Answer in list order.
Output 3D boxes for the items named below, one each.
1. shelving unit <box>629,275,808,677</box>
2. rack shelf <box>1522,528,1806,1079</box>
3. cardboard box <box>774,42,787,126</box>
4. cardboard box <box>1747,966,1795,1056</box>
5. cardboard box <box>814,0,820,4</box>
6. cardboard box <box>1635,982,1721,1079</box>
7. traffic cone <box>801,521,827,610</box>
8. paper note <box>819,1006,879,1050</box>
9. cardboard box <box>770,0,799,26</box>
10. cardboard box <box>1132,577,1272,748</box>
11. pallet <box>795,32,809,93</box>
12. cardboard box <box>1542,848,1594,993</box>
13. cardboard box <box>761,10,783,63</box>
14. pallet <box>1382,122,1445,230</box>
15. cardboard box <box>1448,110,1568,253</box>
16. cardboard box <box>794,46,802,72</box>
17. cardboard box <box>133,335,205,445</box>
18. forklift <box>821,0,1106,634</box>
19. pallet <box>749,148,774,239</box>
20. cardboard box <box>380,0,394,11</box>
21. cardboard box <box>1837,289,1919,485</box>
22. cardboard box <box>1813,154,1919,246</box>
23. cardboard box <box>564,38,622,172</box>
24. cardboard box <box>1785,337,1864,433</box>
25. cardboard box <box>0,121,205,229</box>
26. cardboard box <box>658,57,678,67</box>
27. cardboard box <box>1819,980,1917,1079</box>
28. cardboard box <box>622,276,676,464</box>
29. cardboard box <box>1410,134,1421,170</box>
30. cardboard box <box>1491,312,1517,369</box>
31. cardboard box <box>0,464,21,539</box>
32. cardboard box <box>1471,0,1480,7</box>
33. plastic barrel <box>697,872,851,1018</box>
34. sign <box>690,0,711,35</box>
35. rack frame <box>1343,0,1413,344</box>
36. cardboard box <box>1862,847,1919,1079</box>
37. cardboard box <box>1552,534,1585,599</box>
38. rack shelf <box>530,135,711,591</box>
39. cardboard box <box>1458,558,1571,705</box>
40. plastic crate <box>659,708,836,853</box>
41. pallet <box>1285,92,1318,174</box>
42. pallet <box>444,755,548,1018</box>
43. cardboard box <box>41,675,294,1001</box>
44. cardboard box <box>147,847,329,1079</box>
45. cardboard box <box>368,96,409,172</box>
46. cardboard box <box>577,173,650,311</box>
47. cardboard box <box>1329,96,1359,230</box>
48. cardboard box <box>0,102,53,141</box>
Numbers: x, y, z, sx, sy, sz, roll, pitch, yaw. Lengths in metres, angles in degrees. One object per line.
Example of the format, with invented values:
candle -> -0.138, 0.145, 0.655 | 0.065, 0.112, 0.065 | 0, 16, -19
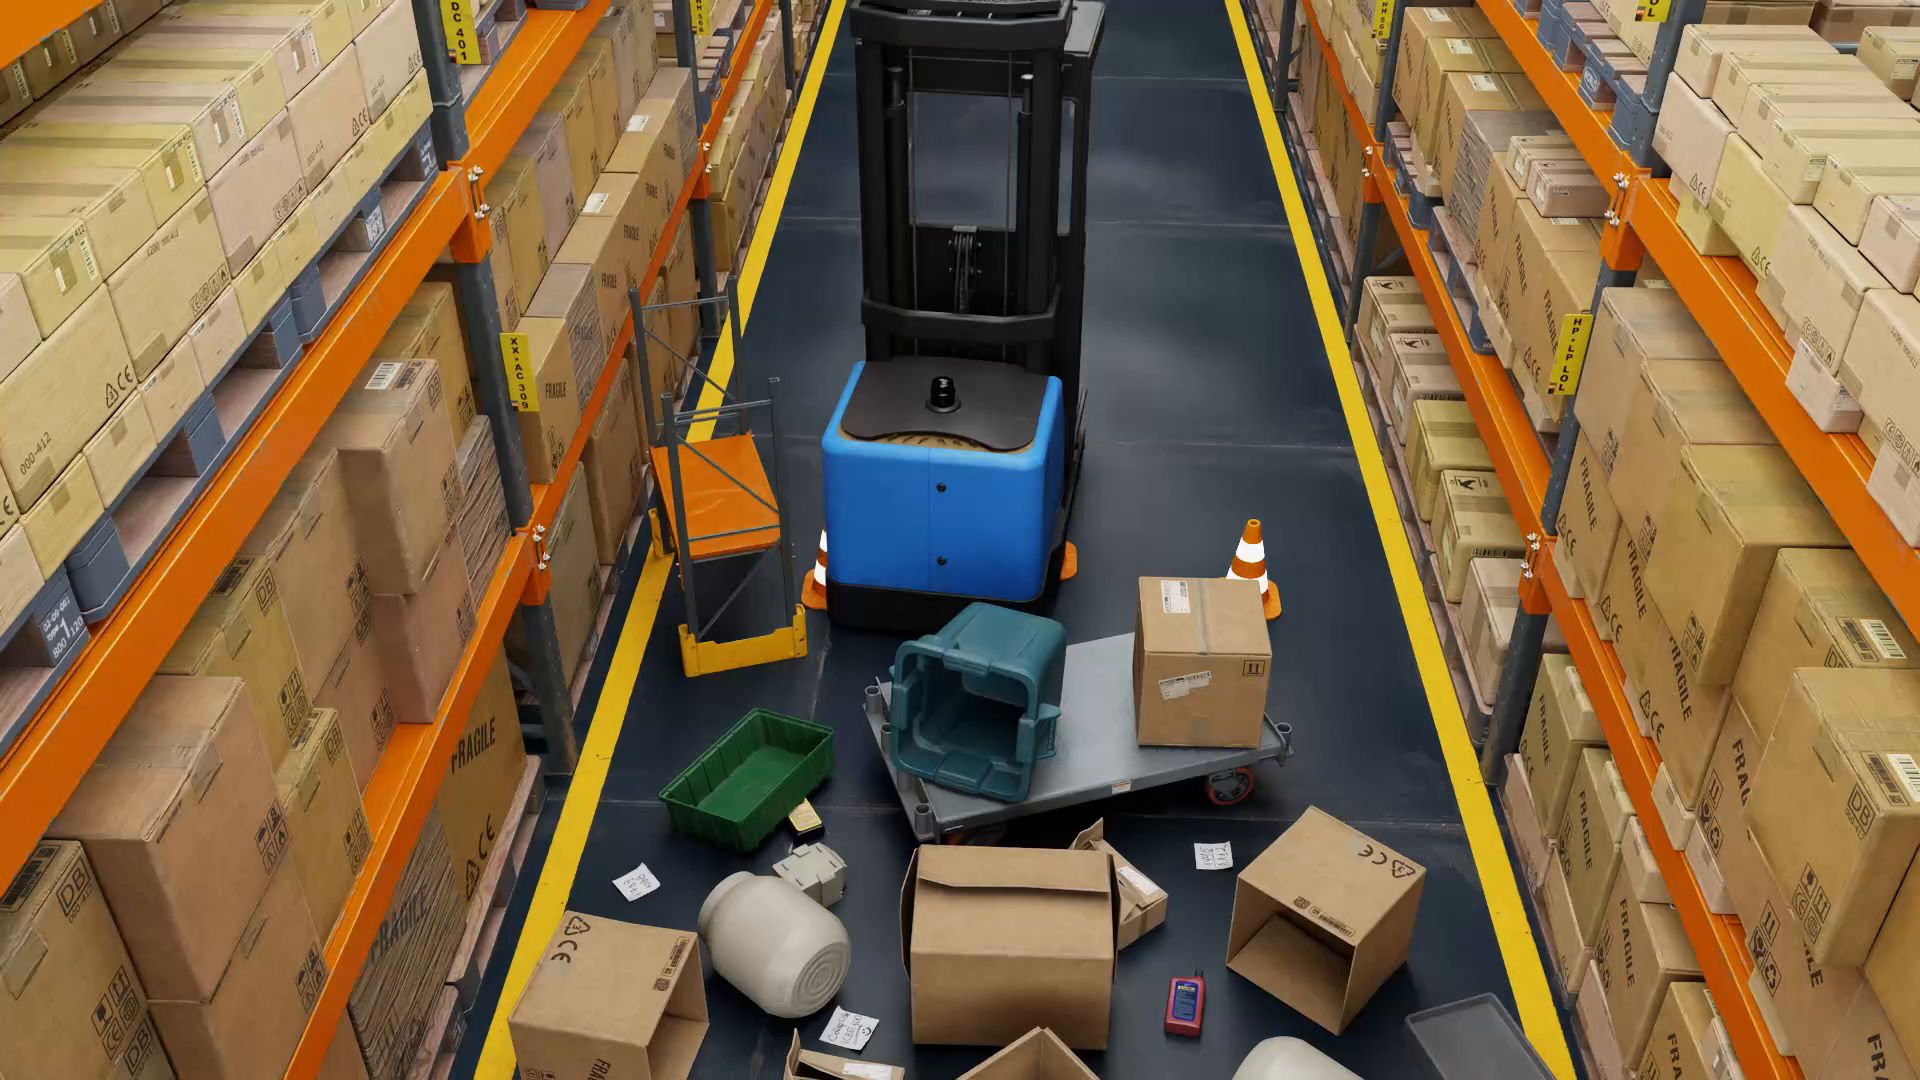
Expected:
shelving unit -> -1.156, -0.314, 7.839 | 0.587, 1.500, 1.083 | -10, 36, -13
rack shelf -> 2.688, 1.257, 4.924 | 1.077, 0.370, 4.000 | 1, 35, 2
cardboard box -> -1.638, -3.557, 12.957 | 0.500, 0.500, 0.500 | 1, 35, 1
cardboard box -> 2.390, 1.258, 4.515 | 0.380, 0.149, 0.250 | 1, 35, 1
cardboard box -> -1.494, -5.089, 15.442 | 0.380, 0.149, 0.250 | 2, 35, 3
cardboard box -> 2.424, 1.702, 5.039 | 0.500, 0.500, 0.500 | 1, 35, 1
traffic cone -> -0.619, 0.060, 8.208 | 0.336, 0.463, 0.334 | 1, 35, 2
paper note -> -0.408, 1.798, 6.118 | 0.172, 0.023, 0.155 | 13, 37, 18
cardboard box -> -1.569, -4.438, 13.998 | 0.380, 0.149, 0.250 | 3, 35, 4
cardboard box -> 0.989, 0.503, 6.887 | 0.500, 0.500, 0.500 | 1, 35, 2
pallet -> -1.869, -4.085, 14.324 | 1.003, 0.211, 1.213 | 1, 35, 2
cardboard box -> 2.465, 1.407, 6.112 | 0.500, 0.250, 0.500 | 3, 35, 5
cardboard box -> -1.638, -3.861, 12.737 | 0.500, 0.250, 0.500 | 0, 35, 1
pallet -> 3.007, -1.994, 9.091 | 1.213, 0.211, 1.003 | 1, 35, 2
cardboard box -> 2.623, -1.674, 7.758 | 0.500, 0.500, 0.500 | 0, 35, 0
cardboard box -> -1.525, -4.046, 13.958 | 0.380, 0.149, 0.250 | 0, 35, 0
cardboard box -> -1.948, -0.343, 3.732 | 0.380, 0.149, 0.250 | 2, 35, 2
forklift -> 0.101, -1.554, 8.358 | 1.130, 2.935, 3.031 | 5, 35, 8
pallet -> -1.936, -2.548, 12.137 | 1.003, 0.211, 1.213 | 1, 35, 2
cardboard box -> -1.878, -1.688, 4.954 | 0.380, 0.149, 0.250 | 1, 35, 1
cardboard box -> 2.415, -0.353, 3.853 | 0.500, 0.250, 0.500 | 2, 35, 2
cardboard box -> 2.432, -0.868, 4.238 | 0.380, 0.149, 0.250 | 0, 35, 0
cardboard box -> -2.086, -2.148, 8.186 | 0.700, 0.500, 0.500 | 1, 35, 1
cardboard box -> 2.371, -0.399, 4.264 | 0.380, 0.149, 0.250 | 1, 35, 1
cardboard box -> -1.938, -0.816, 3.712 | 0.380, 0.149, 0.250 | 2, 35, 2
cardboard box -> -1.801, -2.862, 10.013 | 0.380, 0.149, 0.250 | 1, 35, 1
cardboard box -> 2.379, 1.343, 3.830 | 0.500, 0.500, 0.500 | 1, 35, 2
cardboard box -> -2.167, -0.942, 9.019 | 1.050, 0.750, 0.750 | 2, 35, 3
cardboard box -> 2.628, -2.053, 8.862 | 0.380, 0.149, 0.250 | -1, 35, -1
cardboard box -> 2.516, -0.857, 7.160 | 0.380, 0.149, 0.250 | 1, 35, 1
cardboard box -> -2.047, -0.008, 2.909 | 0.500, 0.250, 0.500 | 1, 35, 1
cardboard box -> 3.193, -3.212, 9.701 | 0.500, 0.500, 0.500 | 0, 35, 0
plastic barrel -> -0.694, 1.499, 6.195 | 0.512, 0.421, 0.421 | 28, 44, 33
sign -> -1.466, -3.003, 9.354 | 0.100, 0.325, 0.005 | 1, 35, 2
rack frame -> 2.929, -2.484, 9.622 | 1.000, 3.000, 0.127 | 1, 35, 2
cardboard box -> 2.438, 0.951, 3.519 | 0.700, 0.500, 0.500 | 2, 35, 2
cardboard box -> 2.435, 0.090, 6.177 | 0.380, 0.149, 0.250 | 1, 35, 2
rack shelf -> -2.101, -1.097, 8.274 | 1.077, 0.370, 4.000 | 1, 35, 2
cardboard box -> 2.787, 0.416, 7.416 | 0.950, 0.372, 0.625 | 2, 35, 2
plastic crate -> -0.880, 1.014, 7.039 | 0.450, 0.188, 0.662 | 11, 35, 32
pallet -> 3.134, -3.197, 13.061 | 1.003, 0.211, 1.213 | 1, 35, 2
pallet -> -2.290, 1.333, 6.615 | 1.003, 0.211, 1.213 | 1, 35, 2
cardboard box -> -2.201, 0.703, 4.017 | 0.875, 0.550, 0.550 | 1, 35, 2
cardboard box -> -2.224, 1.145, 4.328 | 0.875, 0.550, 0.550 | 1, 35, 2
cardboard box -> -1.887, -1.218, 4.978 | 0.380, 0.149, 0.250 | 2, 35, 3
cardboard box -> -1.829, -1.448, 8.061 | 0.500, 0.500, 0.500 | 2, 35, 3
cardboard box -> 3.080, -2.694, 11.403 | 0.875, 0.875, 0.875 | 2, 35, 2
cardboard box -> -2.520, -0.889, 4.162 | 0.500, 0.250, 0.500 | 1, 35, 1
